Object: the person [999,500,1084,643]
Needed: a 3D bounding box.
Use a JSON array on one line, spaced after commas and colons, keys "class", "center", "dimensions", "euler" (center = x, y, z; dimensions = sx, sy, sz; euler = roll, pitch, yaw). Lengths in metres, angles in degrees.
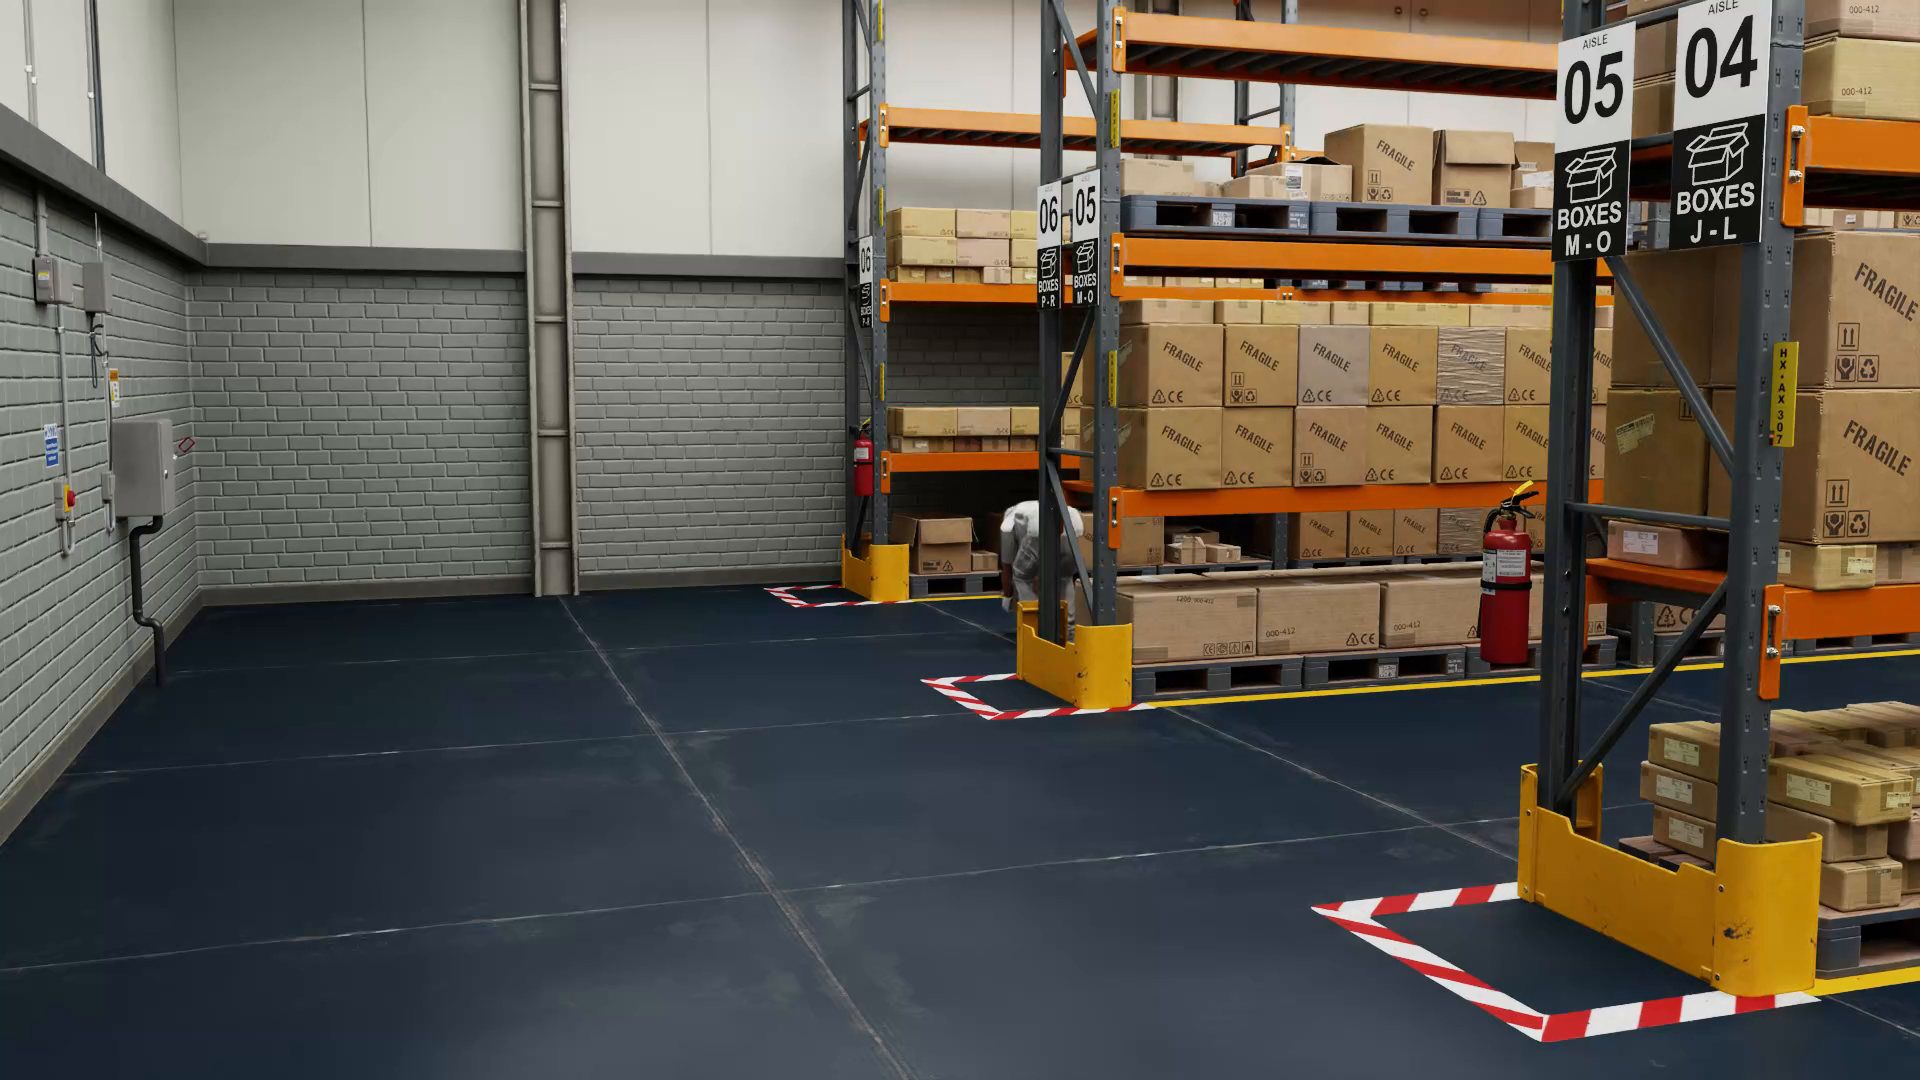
[{"class": "person", "center": [0.574, 0.216, 12.554], "dimensions": [0.513, 1.075, 0.991], "euler": [-2, 6, -21]}]
